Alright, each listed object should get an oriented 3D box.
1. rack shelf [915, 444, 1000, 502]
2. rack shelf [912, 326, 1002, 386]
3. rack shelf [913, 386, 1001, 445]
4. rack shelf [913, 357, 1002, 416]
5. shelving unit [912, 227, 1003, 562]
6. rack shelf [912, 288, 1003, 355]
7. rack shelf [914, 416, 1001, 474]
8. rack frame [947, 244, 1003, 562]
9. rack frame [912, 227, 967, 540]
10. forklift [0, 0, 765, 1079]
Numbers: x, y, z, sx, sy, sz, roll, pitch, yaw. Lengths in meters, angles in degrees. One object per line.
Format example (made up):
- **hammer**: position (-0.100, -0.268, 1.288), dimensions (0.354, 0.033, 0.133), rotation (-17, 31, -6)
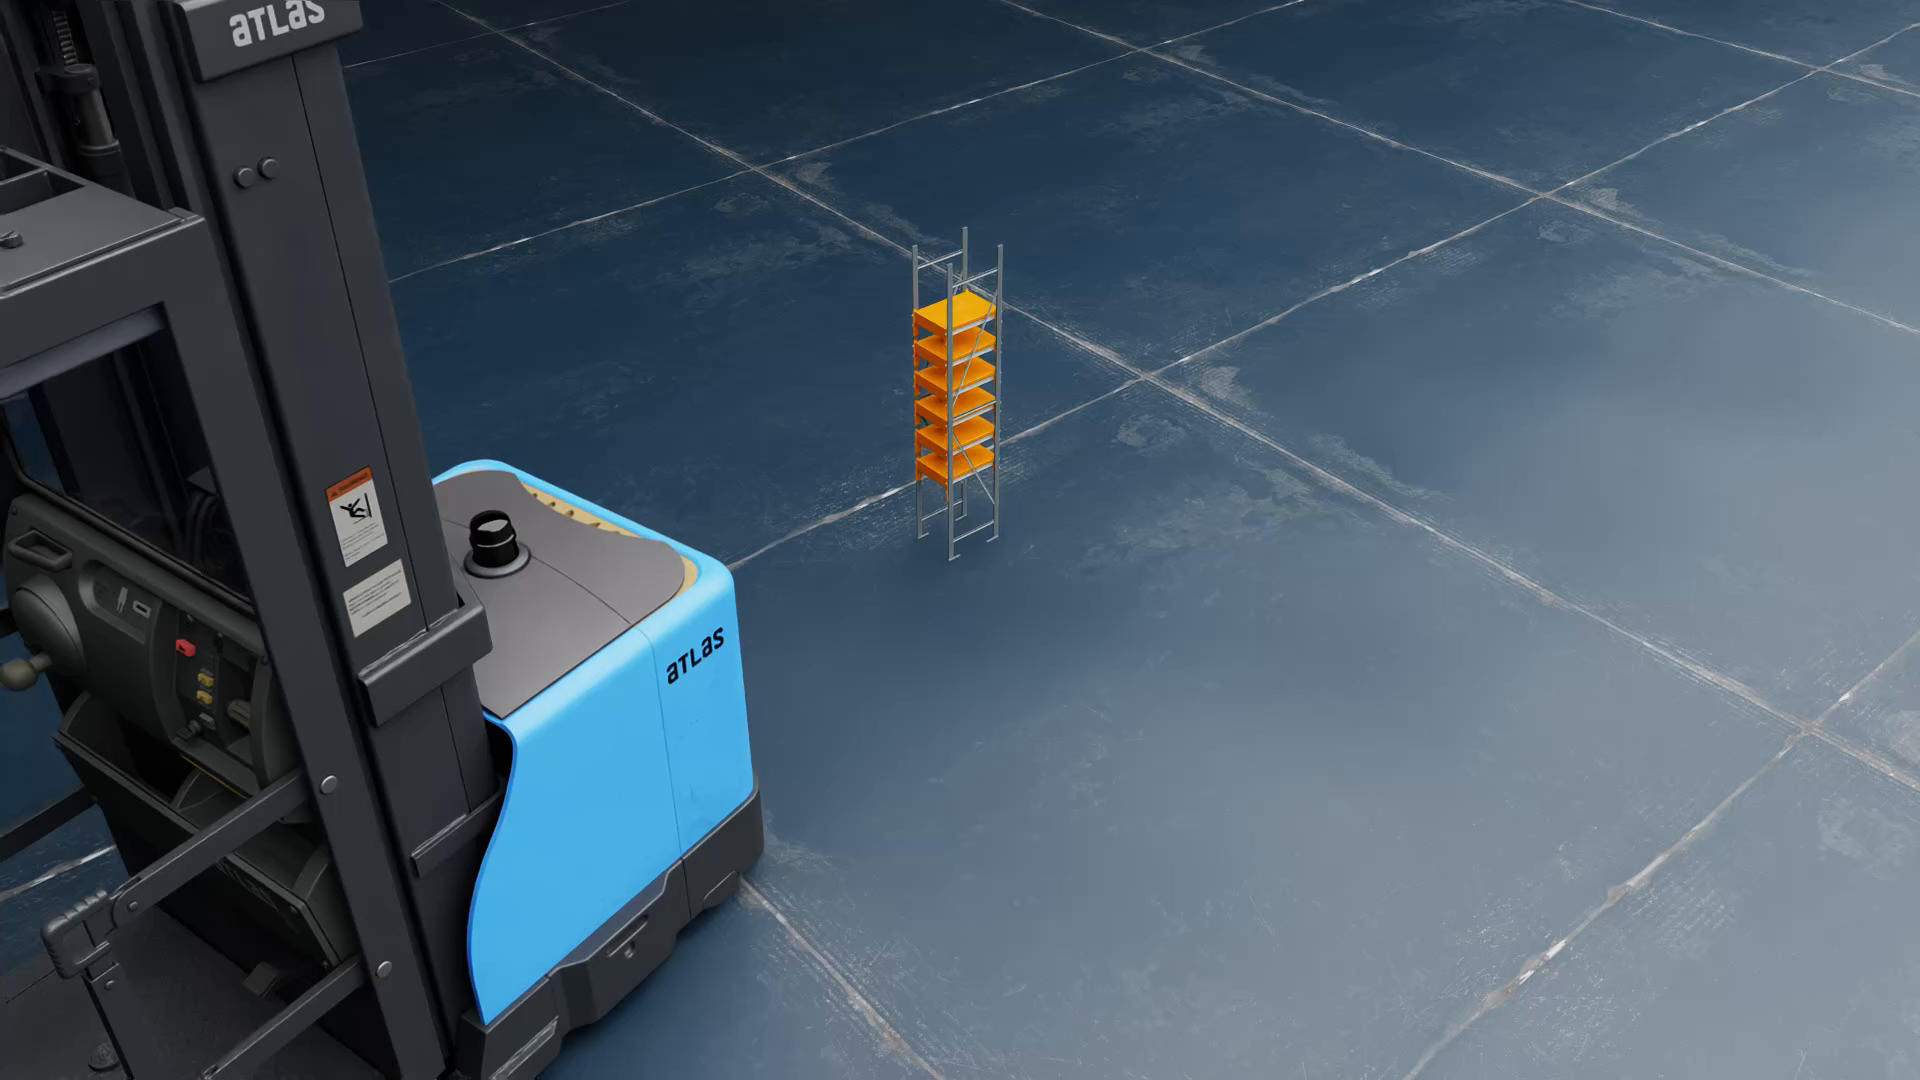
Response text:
- **rack shelf**: position (-0.009, -0.264, 6.077), dimensions (0.258, 0.103, 0.180), rotation (-26, 43, -32)
- **rack shelf**: position (-0.009, -0.656, 5.799), dimensions (0.258, 0.103, 0.180), rotation (-26, 43, -32)
- **rack shelf**: position (-0.009, -0.460, 5.938), dimensions (0.258, 0.103, 0.180), rotation (-26, 43, -32)
- **rack shelf**: position (-0.009, -0.558, 5.869), dimensions (0.258, 0.103, 0.180), rotation (-26, 43, -32)
- **shelving unit**: position (-0.009, -0.496, 5.912), dimensions (0.258, 1.200, 0.189), rotation (-26, 43, -32)
- **rack shelf**: position (-0.009, -0.754, 5.730), dimensions (0.258, 0.103, 0.180), rotation (-26, 43, -32)
- **rack shelf**: position (-0.009, -0.362, 6.007), dimensions (0.258, 0.103, 0.180), rotation (-26, 43, -32)
- **rack frame**: position (0.050, -0.456, 5.855), dimensions (0.240, 1.200, 0.006), rotation (-26, 43, -32)
- **rack frame**: position (-0.068, -0.536, 5.969), dimensions (0.240, 1.200, 0.006), rotation (-26, 43, -32)
- **forklift**: position (-1.833, 0.282, 3.315), dimensions (1.130, 2.935, 3.031), rotation (22, 41, 28)
